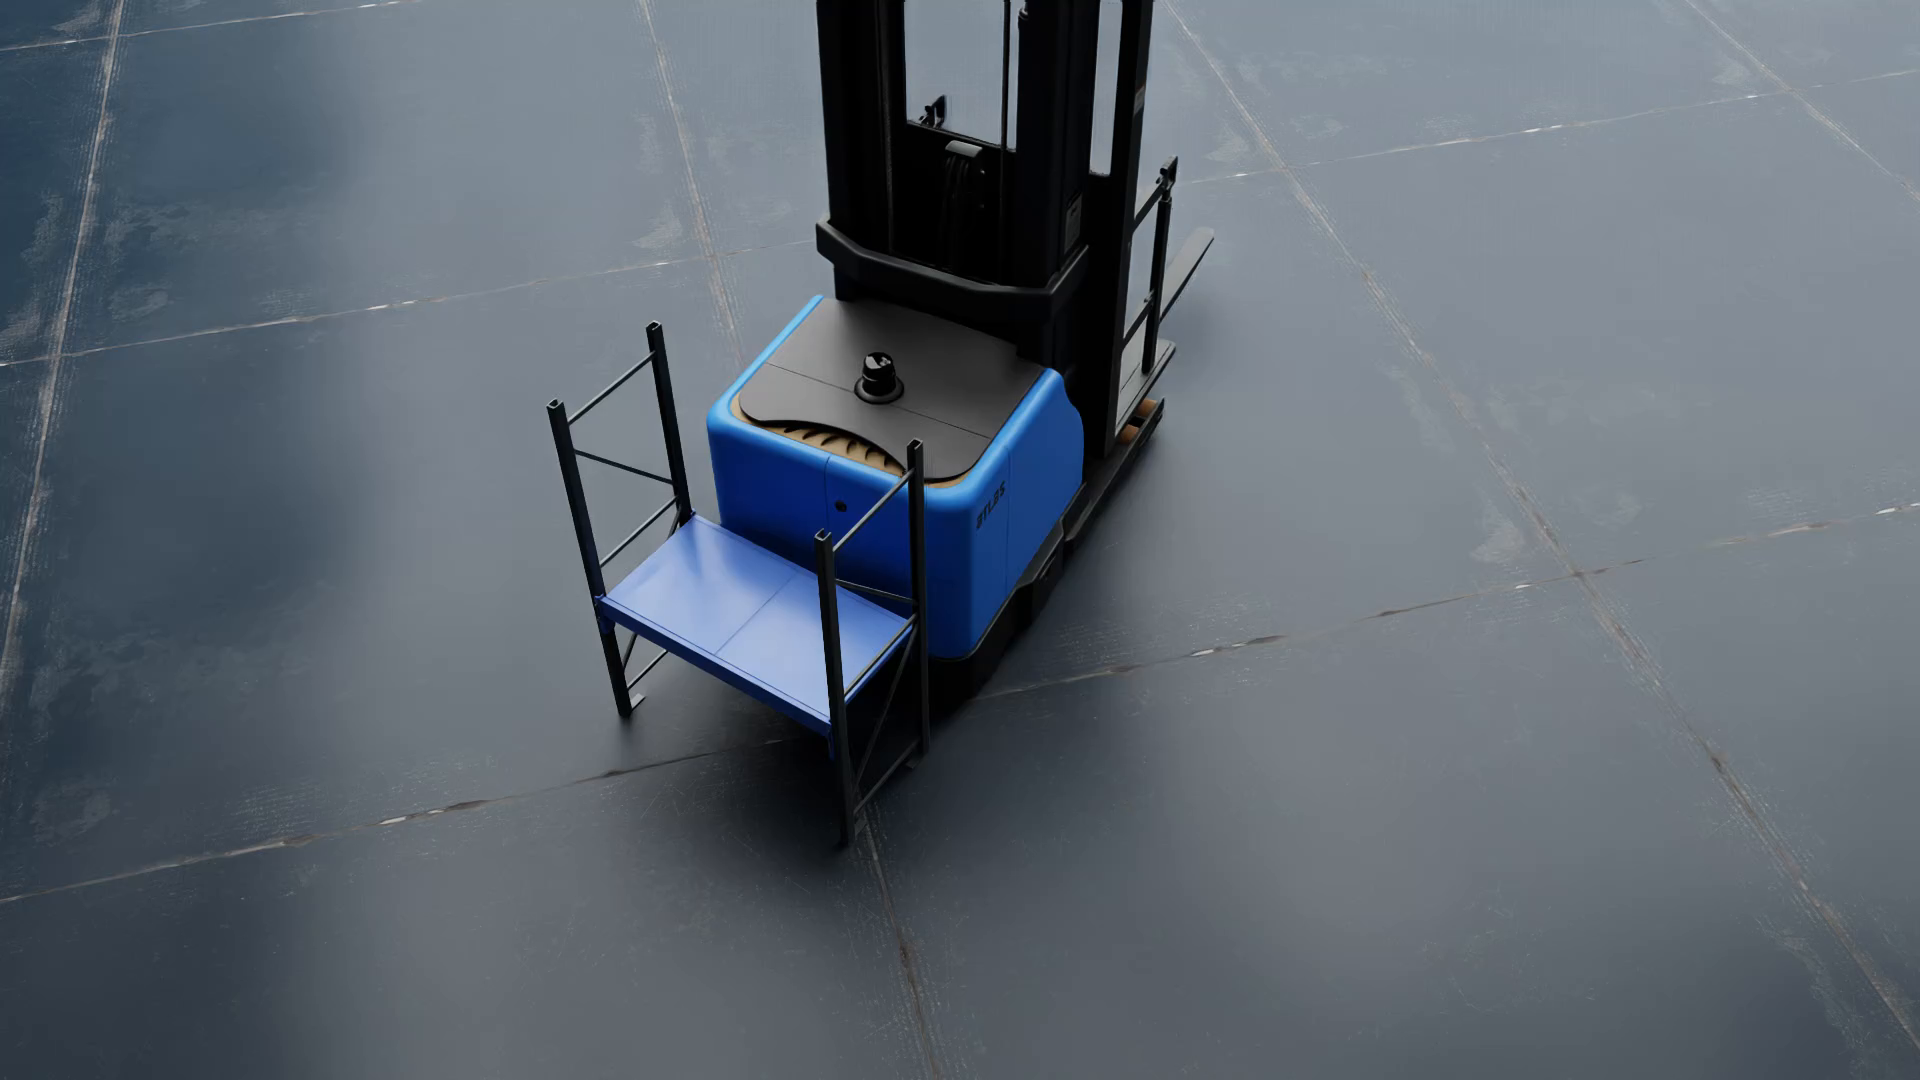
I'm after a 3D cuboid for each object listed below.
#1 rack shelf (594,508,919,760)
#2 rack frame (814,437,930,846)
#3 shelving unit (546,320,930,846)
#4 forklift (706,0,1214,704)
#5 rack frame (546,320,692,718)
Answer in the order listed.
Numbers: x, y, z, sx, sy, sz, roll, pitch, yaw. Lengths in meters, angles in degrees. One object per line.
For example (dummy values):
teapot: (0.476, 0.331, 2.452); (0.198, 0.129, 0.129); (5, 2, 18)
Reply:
rack shelf: (-0.683, 0.299, 5.658); (1.000, 0.185, 0.538); (25, 51, 23)
rack frame: (-0.259, 0.374, 5.334); (0.032, 1.500, 0.500); (25, 51, 23)
shelving unit: (-0.683, 0.174, 5.530); (1.048, 1.500, 0.538); (25, 51, 23)
forklift: (0.225, -1.484, 6.152); (1.130, 2.935, 3.031); (20, 49, 18)
rack frame: (-1.107, -0.027, 5.726); (0.032, 1.500, 0.500); (25, 51, 23)
